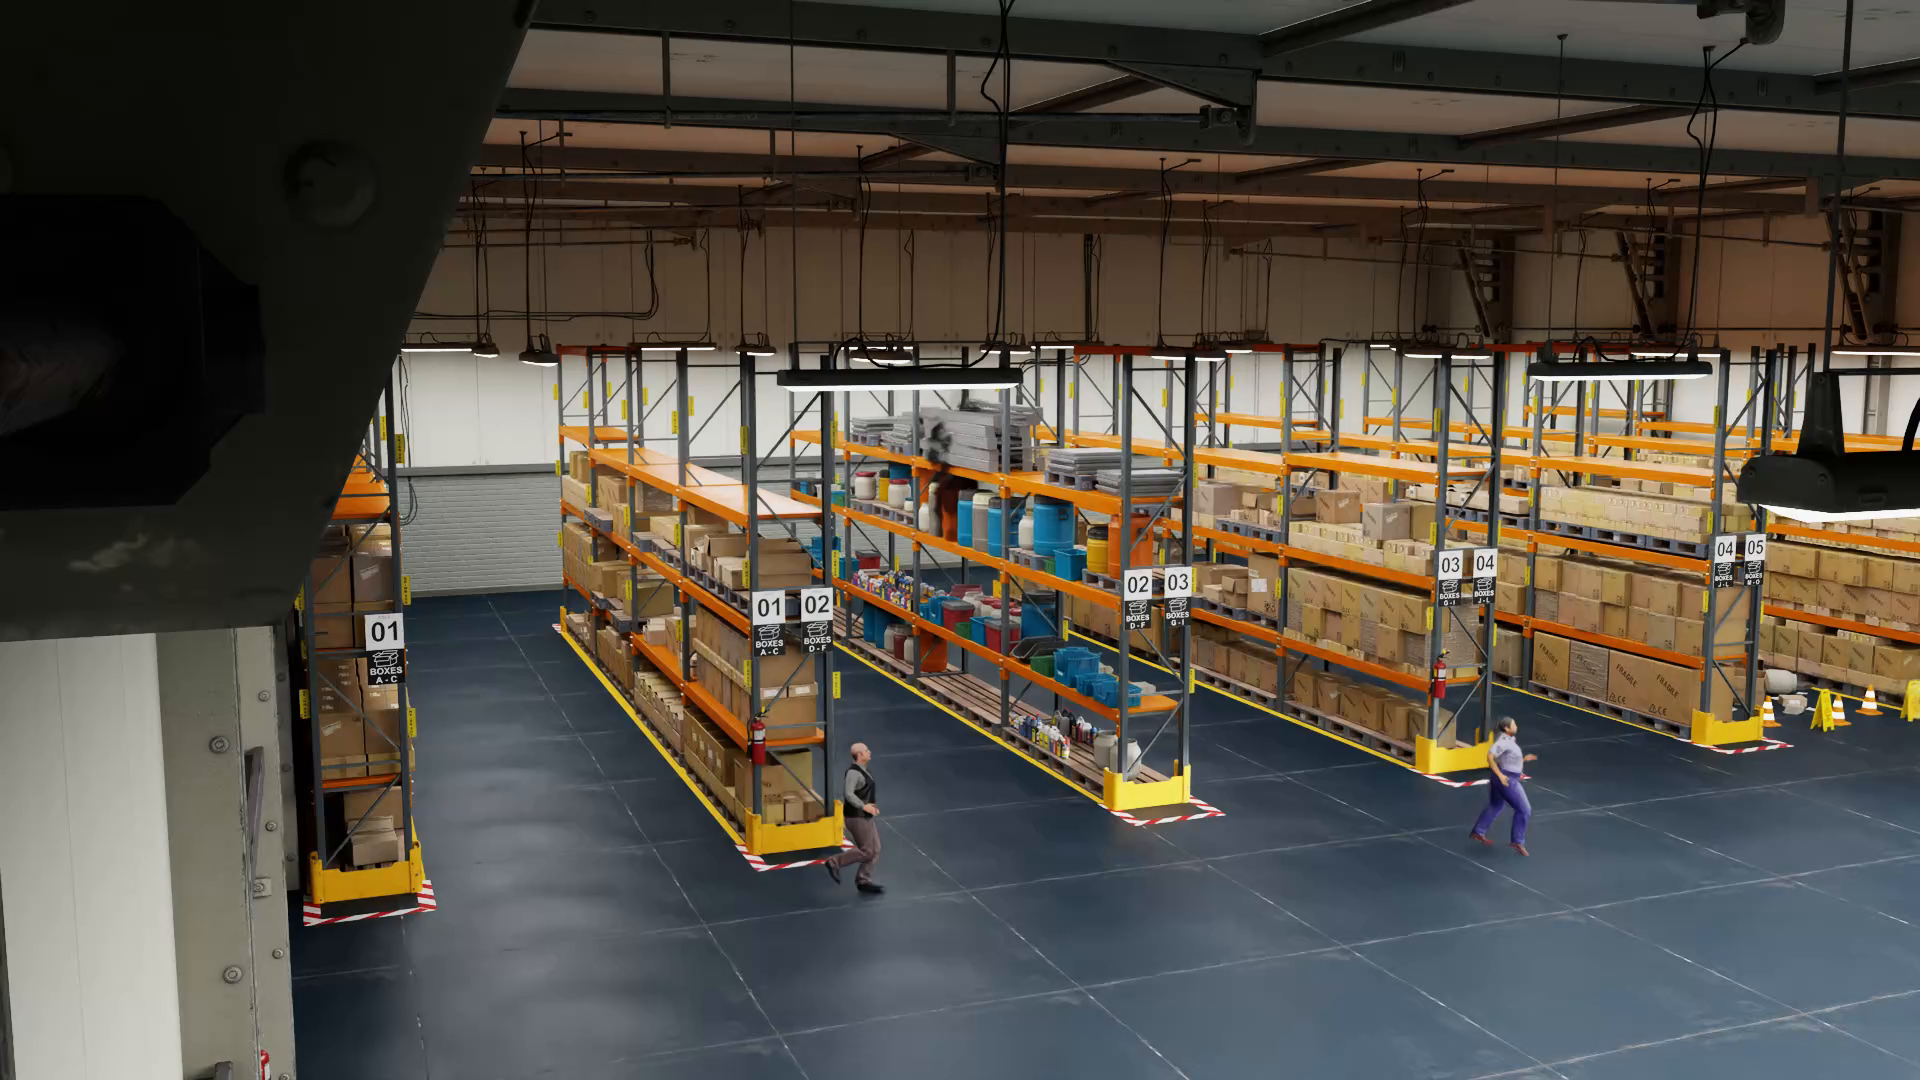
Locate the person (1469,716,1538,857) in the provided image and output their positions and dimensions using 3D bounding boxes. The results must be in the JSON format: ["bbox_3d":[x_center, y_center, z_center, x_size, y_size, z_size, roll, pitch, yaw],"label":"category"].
[{"bbox_3d":[6.590,2.984,20.140,0.754,1.692,0.581,1,7,9],"label":"person"}]

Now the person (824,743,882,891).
[{"bbox_3d":[-1.186,3.129,18.856,0.653,1.676,0.695,1,7,7],"label":"person"}]
